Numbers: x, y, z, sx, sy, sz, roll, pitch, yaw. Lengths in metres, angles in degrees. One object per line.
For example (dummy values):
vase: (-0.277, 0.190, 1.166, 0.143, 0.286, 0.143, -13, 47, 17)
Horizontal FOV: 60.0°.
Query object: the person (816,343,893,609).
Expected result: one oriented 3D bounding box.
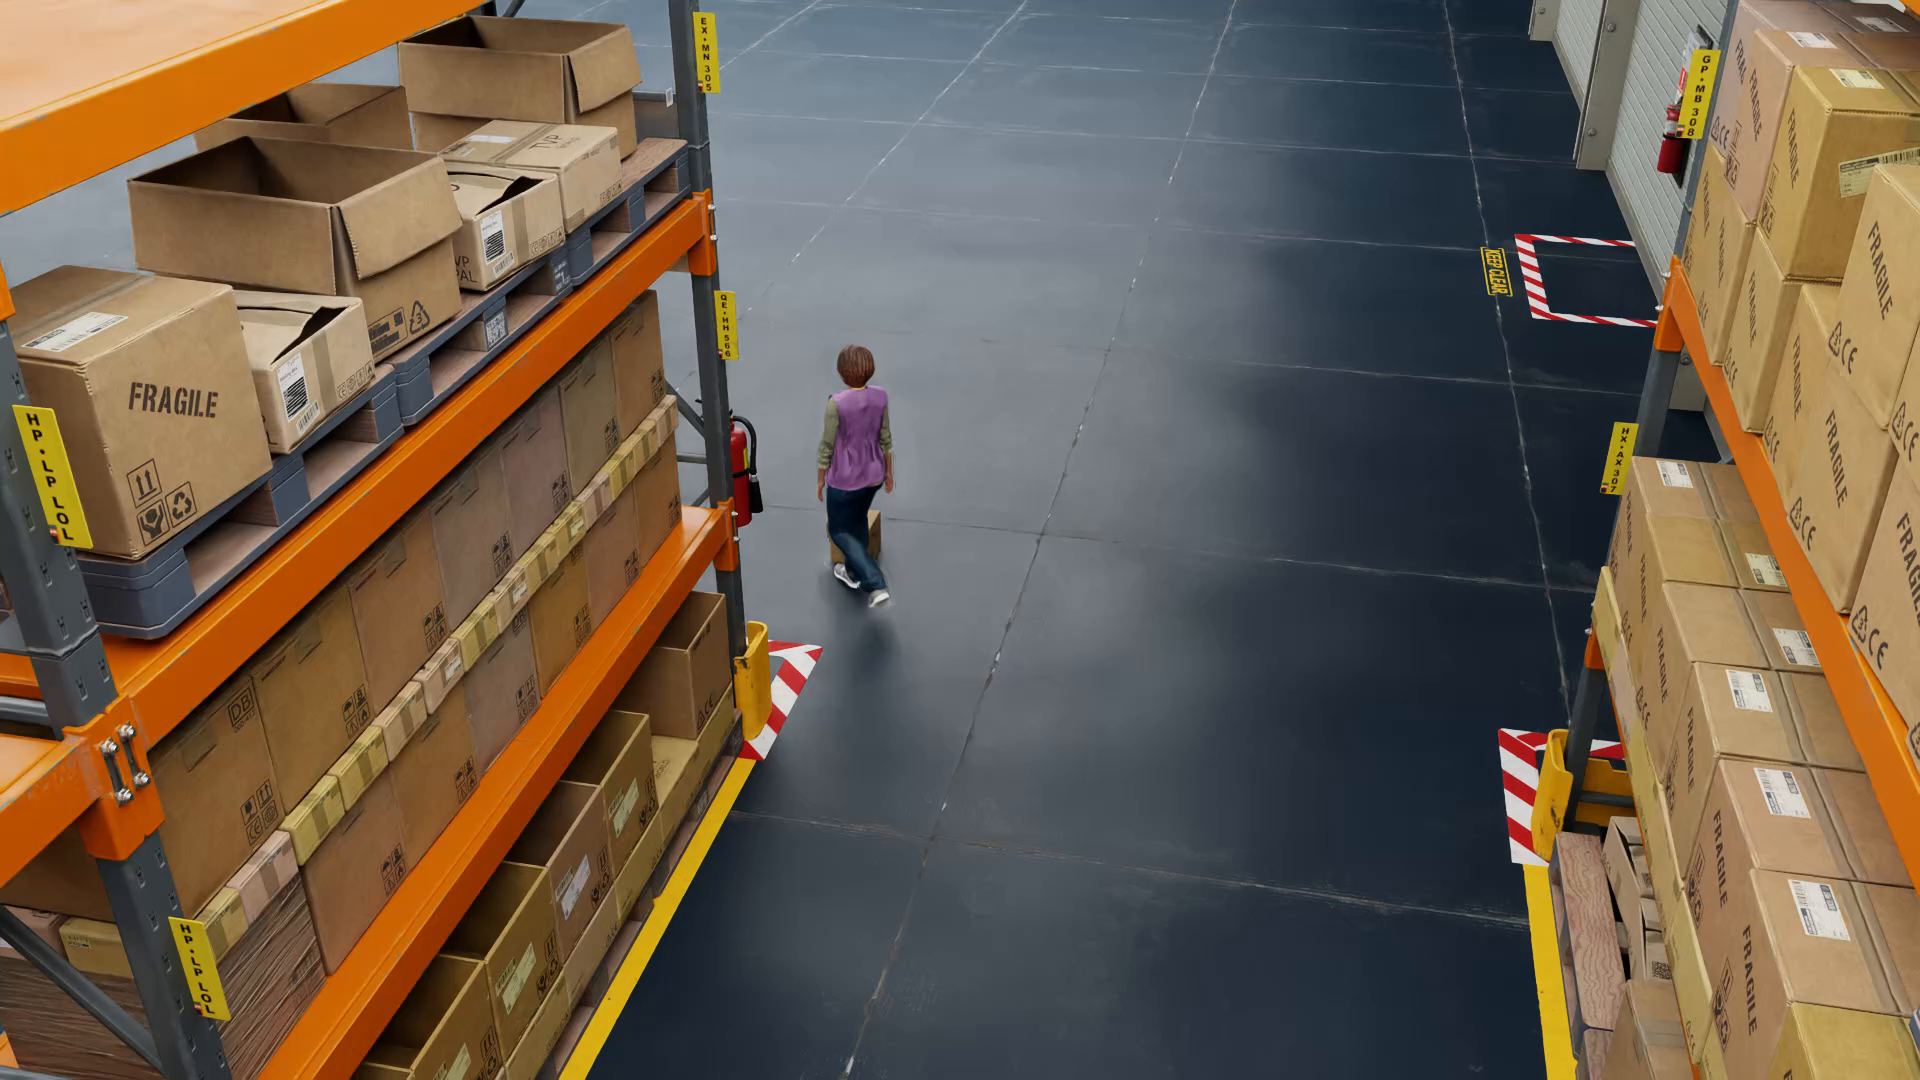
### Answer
person: (-0.571, -0.339, 9.216, 0.456, 1.576, 0.736, -20, 35, -32)
